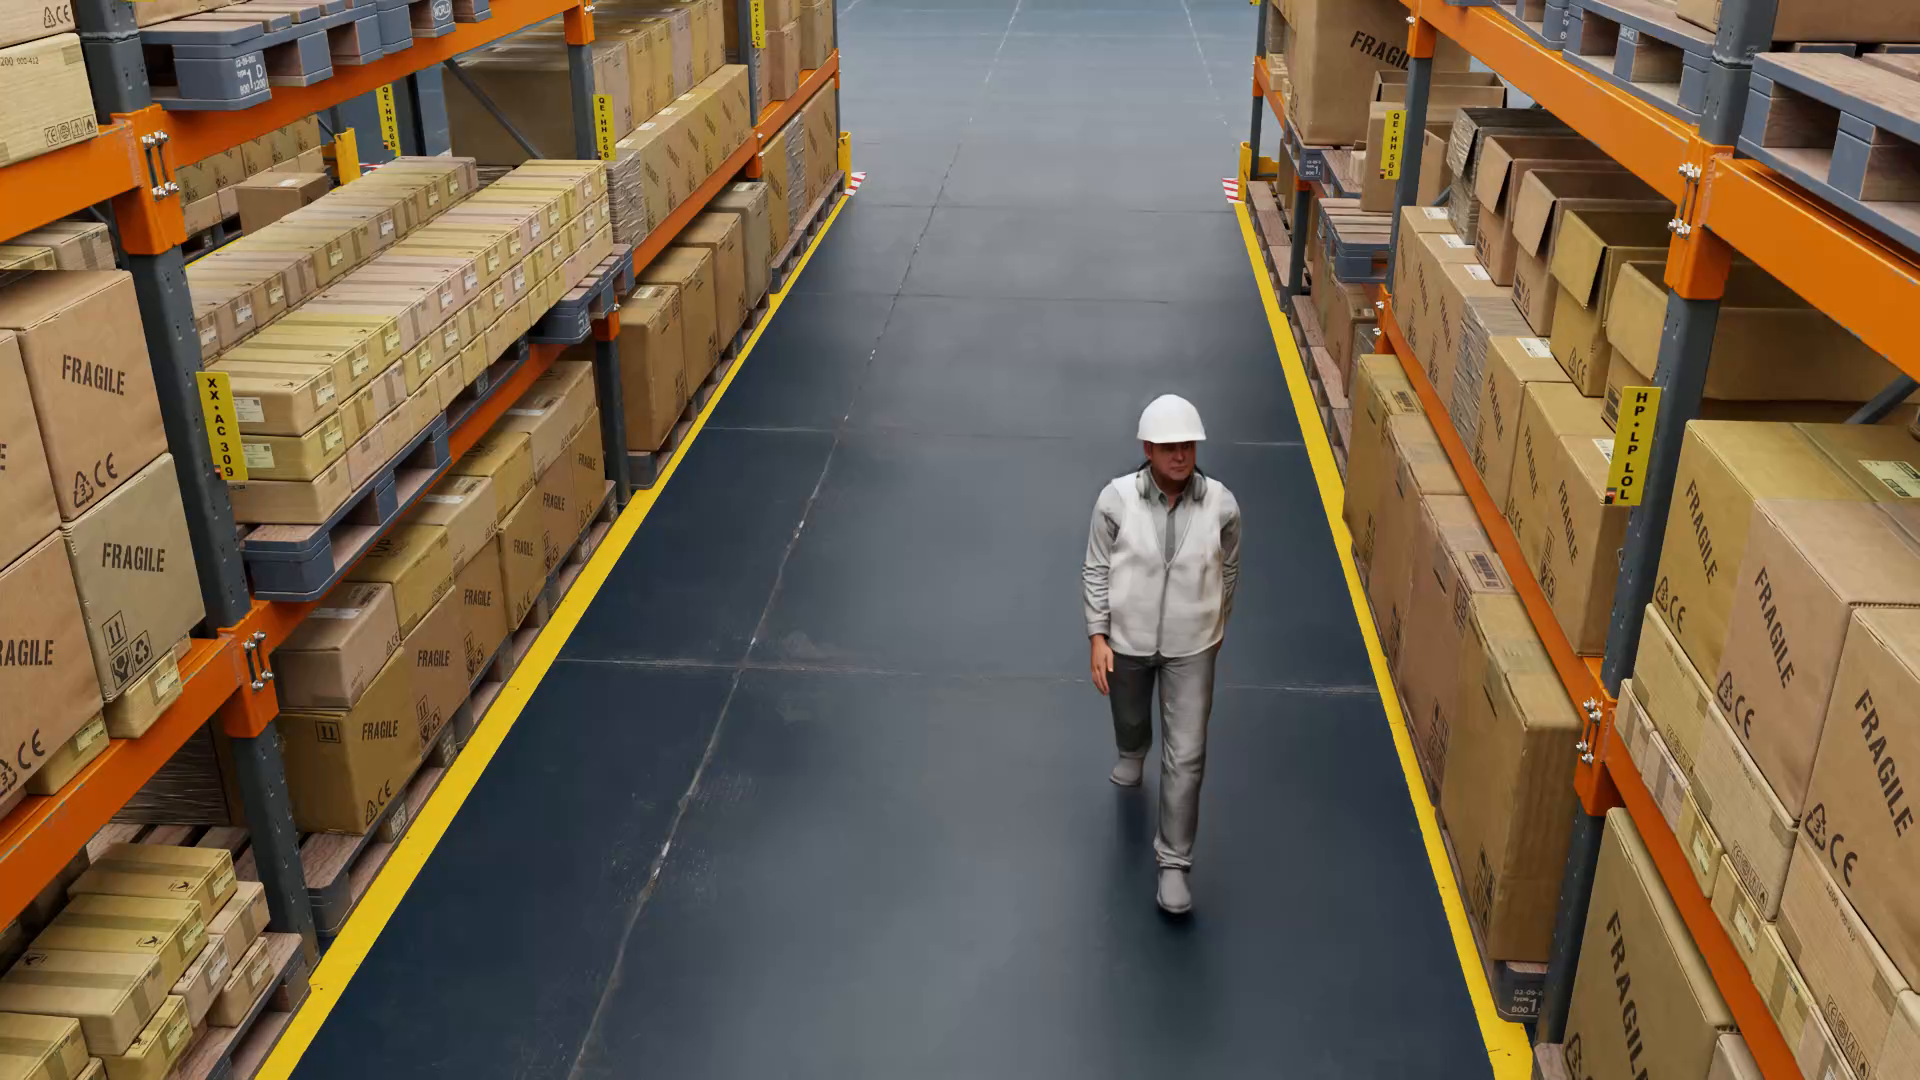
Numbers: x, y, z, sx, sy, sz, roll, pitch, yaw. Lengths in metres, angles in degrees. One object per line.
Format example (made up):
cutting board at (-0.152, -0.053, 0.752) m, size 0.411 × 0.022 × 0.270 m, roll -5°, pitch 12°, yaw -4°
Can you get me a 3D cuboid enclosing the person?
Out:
person at (0.695, 0.332, 5.842) m, size 0.544 × 1.725 × 1.051 m, roll 3°, pitch 25°, yaw 6°
